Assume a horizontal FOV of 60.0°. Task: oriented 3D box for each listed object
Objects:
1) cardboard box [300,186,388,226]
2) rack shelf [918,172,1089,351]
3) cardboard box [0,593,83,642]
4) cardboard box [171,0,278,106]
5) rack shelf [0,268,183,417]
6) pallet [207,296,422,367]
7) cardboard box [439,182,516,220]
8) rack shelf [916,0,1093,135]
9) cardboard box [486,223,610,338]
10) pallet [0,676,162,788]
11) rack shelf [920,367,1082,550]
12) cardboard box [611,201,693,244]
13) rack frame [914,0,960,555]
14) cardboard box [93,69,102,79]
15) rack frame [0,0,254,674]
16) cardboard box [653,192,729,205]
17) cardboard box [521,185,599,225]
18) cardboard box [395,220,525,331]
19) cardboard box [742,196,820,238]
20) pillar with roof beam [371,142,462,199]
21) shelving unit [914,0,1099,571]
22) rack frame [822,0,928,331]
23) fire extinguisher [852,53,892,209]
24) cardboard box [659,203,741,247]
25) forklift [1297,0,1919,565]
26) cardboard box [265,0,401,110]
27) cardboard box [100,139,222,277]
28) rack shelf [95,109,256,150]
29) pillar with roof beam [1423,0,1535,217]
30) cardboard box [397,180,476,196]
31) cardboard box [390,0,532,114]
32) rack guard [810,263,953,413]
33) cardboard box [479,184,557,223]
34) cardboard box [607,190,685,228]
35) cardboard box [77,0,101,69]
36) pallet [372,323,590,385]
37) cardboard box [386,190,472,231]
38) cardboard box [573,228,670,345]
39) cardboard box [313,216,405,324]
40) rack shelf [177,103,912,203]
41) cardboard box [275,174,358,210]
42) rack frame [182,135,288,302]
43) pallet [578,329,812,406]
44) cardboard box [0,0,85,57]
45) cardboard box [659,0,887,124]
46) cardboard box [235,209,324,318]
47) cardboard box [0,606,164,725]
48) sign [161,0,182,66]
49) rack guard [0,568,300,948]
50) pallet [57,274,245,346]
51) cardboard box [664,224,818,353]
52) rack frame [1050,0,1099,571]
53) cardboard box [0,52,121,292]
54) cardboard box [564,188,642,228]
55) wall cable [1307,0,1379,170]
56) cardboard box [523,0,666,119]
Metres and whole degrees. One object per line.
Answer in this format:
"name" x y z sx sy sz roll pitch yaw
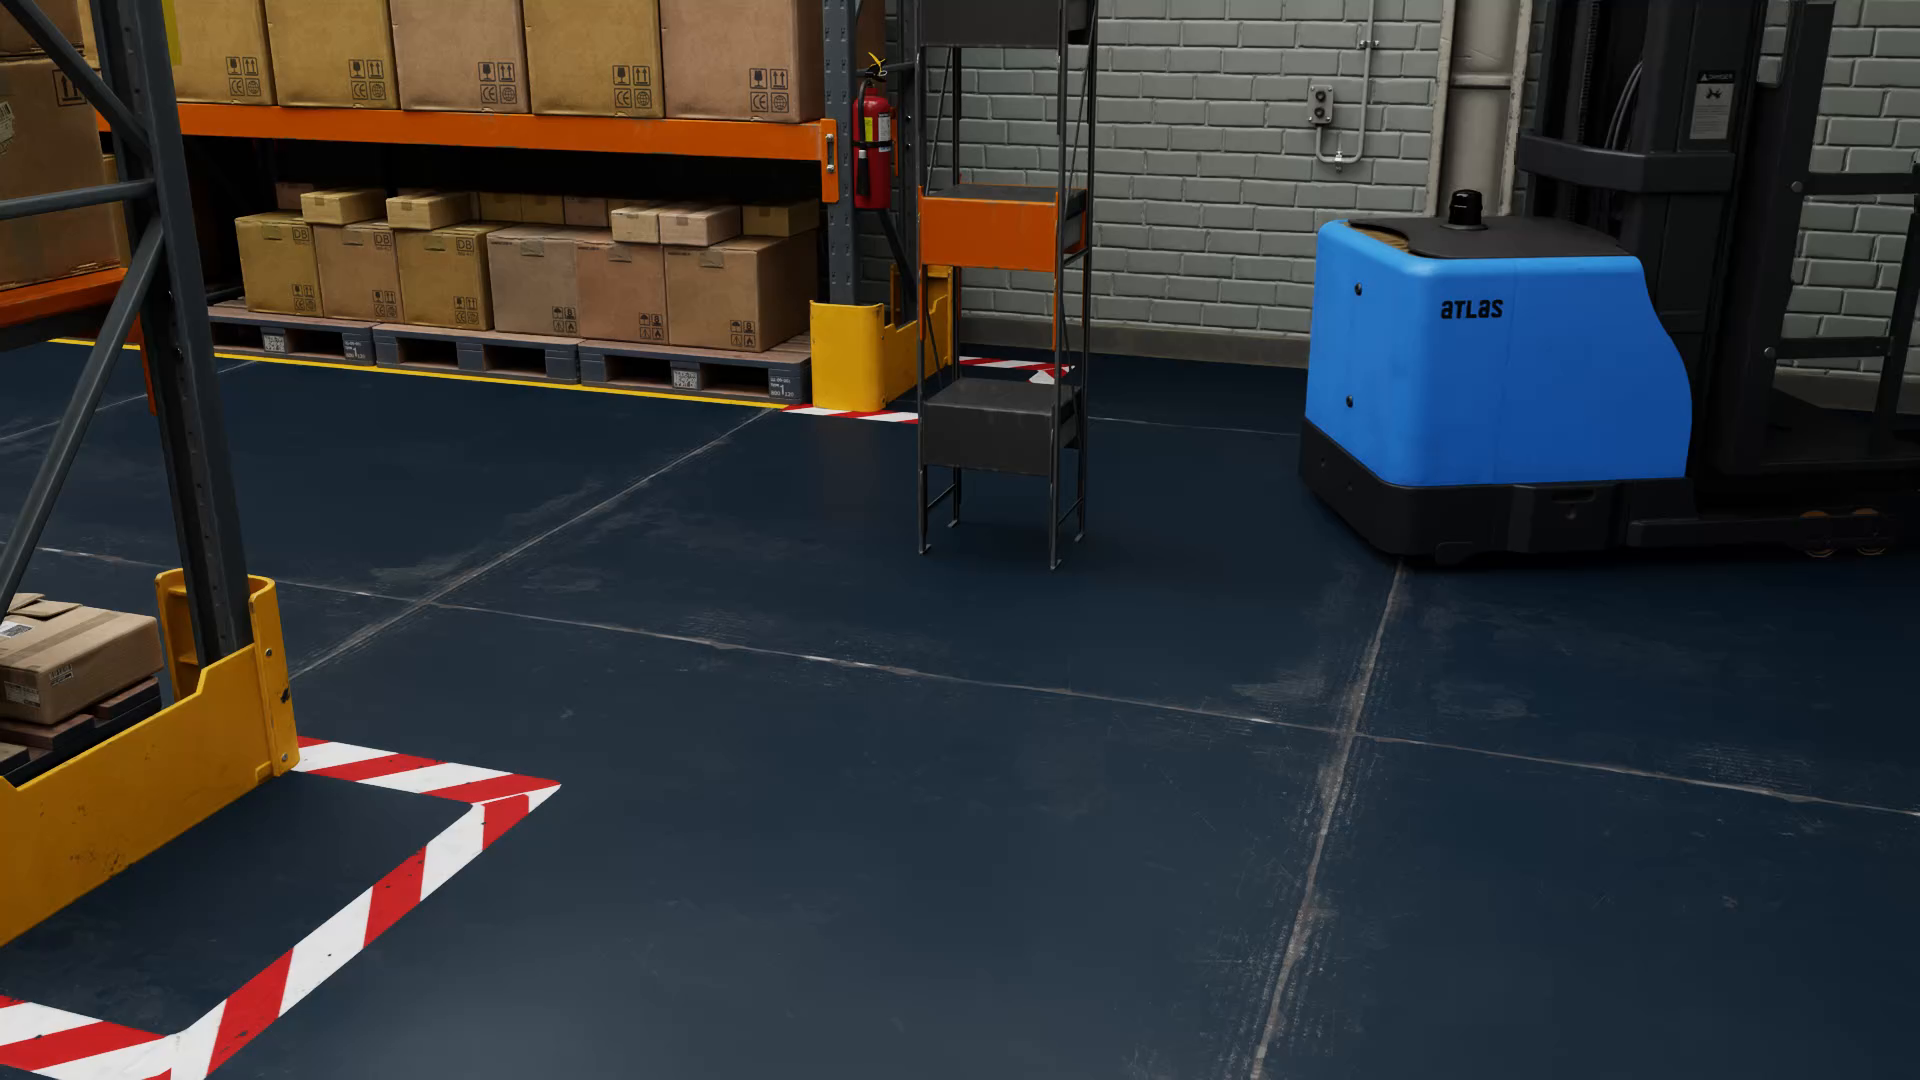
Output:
"cardboard box" -3.230 -1.760 8.742 0.250 0.149 0.380 7 20 20
"rack shelf" 0.156 -0.961 5.684 0.480 0.518 0.431 7 20 18
"cardboard box" -2.528 0.282 4.347 0.250 0.166 0.380 7 20 18
"cardboard box" -3.659 -2.720 8.866 0.700 0.700 0.980 7 20 19
"rack shelf" -3.899 -0.546 4.177 4.000 0.370 1.077 7 20 18
"pallet" -3.473 -1.219 9.252 1.213 0.211 1.003 7 20 18
"cardboard box" -2.579 -1.819 8.911 0.250 0.149 0.380 7 20 19
"rack shelf" 0.156 -1.622 5.453 0.480 0.518 0.431 7 20 18
"cardboard box" -2.029 -1.381 8.639 0.500 0.500 0.700 6 20 16
"pallet" -2.835 0.554 4.168 1.213 0.211 1.003 7 20 18
"rack shelf" 0.156 -0.300 5.914 0.480 0.518 0.431 7 20 18
"cardboard box" -1.504 -1.563 8.178 0.250 0.149 0.380 7 20 20
"rack frame" -0.074 -1.000 5.755 0.015 2.100 0.400 7 20 18
"cardboard box" -4.578 -2.481 8.989 0.250 0.149 0.380 7 20 19
"rack frame" -2.010 -0.669 3.439 0.127 3.000 1.000 7 20 18
"cardboard box" -1.377 -1.682 8.518 0.250 0.149 0.380 7 20 18
"cardboard box" -2.096 -1.764 8.753 0.250 0.149 0.380 7 20 19
"cardboard box" -2.536 -1.436 8.798 0.500 0.500 0.700 7 20 19
"cardboard box" -0.898 -1.627 8.362 0.250 0.149 0.380 7 20 18
"pillar with roof beam" -4.634 -4.330 4.826 0.400 9.000 9.100 7 20 18
"shelving unit" 0.156 -0.974 5.679 0.503 2.100 0.431 7 20 18
"rack frame" -0.387 -2.210 7.859 0.127 3.000 1.000 7 20 18
"fire extinguisher" -0.396 -1.838 7.475 0.183 0.674 0.296 7 20 18
"cardboard box" -1.263 -1.536 8.099 0.250 0.149 0.380 6 20 17
"forklift" 2.894 -1.491 5.902 3.031 2.935 1.130 -2 19 -7
"cardboard box" -2.971 -2.639 8.635 0.700 0.700 0.980 6 20 17
"cardboard box" -4.823 -1.855 9.469 0.750 0.750 0.750 7 20 19
"rack shelf" -6.055 -2.518 9.837 4.000 0.370 1.077 7 20 18
"pillar with roof beam" 1.034 -3.682 2.966 0.400 9.000 9.100 7 20 18
"cardboard box" -2.817 -1.846 8.990 0.250 0.149 0.380 6 20 16
"cardboard box" -2.281 -2.564 8.419 0.700 0.700 0.980 6 20 15
"rack guard" -0.365 -1.027 8.263 0.348 0.500 1.175 7 20 18
"cardboard box" -2.335 -1.791 8.832 0.250 0.149 0.380 6 20 17
"cardboard box" -1.613 -1.709 8.596 0.250 0.149 0.380 7 20 19
"cardboard box" -4.685 -2.811 8.948 0.500 0.500 0.500 6 20 17
"pallet" -2.317 -1.088 8.876 1.213 0.211 1.003 7 20 18
"cardboard box" -2.736 -1.704 8.580 0.250 0.149 0.380 6 20 17
"cardboard box" -1.554 -1.326 8.484 0.500 0.500 0.700 6 20 18
"cardboard box" -3.020 -1.492 8.959 0.500 0.500 0.700 6 20 18
"rack shelf" -2.277 -2.086 8.597 4.000 0.370 1.077 7 20 18
"cardboard box" -3.565 -1.931 9.233 0.250 0.149 0.380 6 20 18
"rack frame" -4.166 -2.642 9.098 0.127 3.000 1.000 7 20 18
"pallet" -1.168 -0.955 8.496 1.213 0.211 1.003 7 20 18
"cardboard box" -2.342 -1.319 3.631 0.500 0.500 0.500 7 20 20
"cardboard box" -0.872 -2.404 7.959 0.700 0.700 0.980 7 21 21
"cardboard box" -3.493 -1.547 9.118 0.500 0.500 0.700 7 20 19
"cardboard box" -2.292 0.317 4.272 0.250 0.149 0.380 7 20 18
"sign" -1.832 -1.247 3.781 0.005 0.325 0.100 7 20 18
"rack guard" -2.081 0.503 3.874 0.348 0.500 1.175 7 20 18
"pallet" -4.920 -1.385 9.729 1.213 0.211 1.003 7 20 18
"cardboard box" -1.081 -1.272 8.329 0.500 0.500 0.700 7 20 18
"rack frame" 0.387 -0.947 5.604 0.015 2.100 0.400 7 20 18
"cardboard box" -2.342 -0.846 3.795 0.500 0.500 0.500 7 20 19
"cardboard box" -1.853 -1.736 8.674 0.250 0.149 0.380 7 20 19
"wall cable" 1.133 -2.845 8.139 1.851 1.984 0.084 7 20 18
"cardboard box" -1.563 -2.479 8.174 0.700 0.700 0.980 6 20 18
